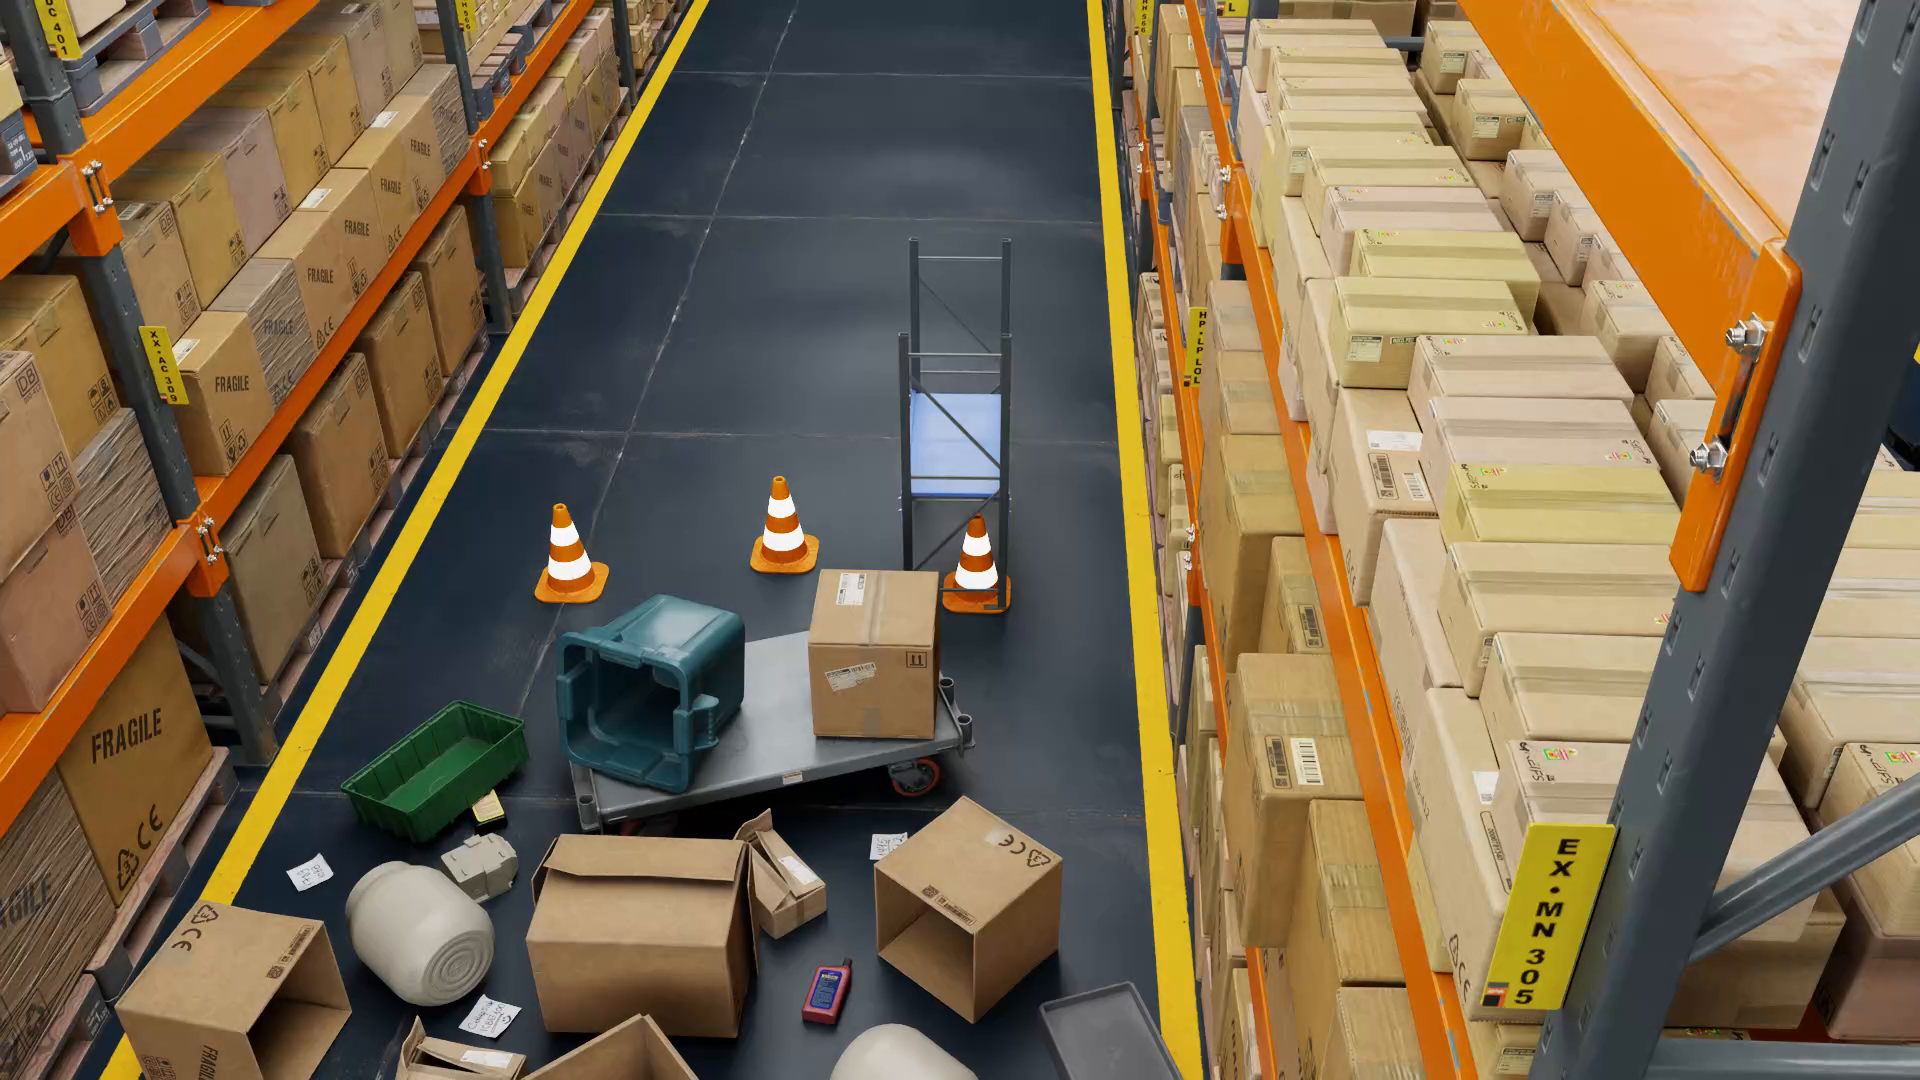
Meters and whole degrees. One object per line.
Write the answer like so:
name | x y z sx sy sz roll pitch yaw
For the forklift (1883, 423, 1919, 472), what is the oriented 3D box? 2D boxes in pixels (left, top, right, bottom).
forklift | 3.456 -0.563 6.948 1.130 2.935 3.031 -4 35 -6

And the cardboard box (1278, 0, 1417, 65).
cardboard box | 1.312 -1.894 5.938 0.500 0.250 0.500 1 35 1

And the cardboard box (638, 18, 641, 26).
cardboard box | -2.967 -4.486 14.325 0.380 0.149 0.250 1 35 2

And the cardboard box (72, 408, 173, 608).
cardboard box | -3.519 -0.123 6.131 0.875 0.550 0.550 1 35 2

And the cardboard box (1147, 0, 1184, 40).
cardboard box | 1.354 -3.268 9.781 0.500 0.500 0.500 0 35 1

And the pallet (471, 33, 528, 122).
pallet | -3.434 -2.905 10.387 1.213 0.211 1.003 1 35 2

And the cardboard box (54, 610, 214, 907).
cardboard box | -3.612 0.784 6.454 0.875 0.875 0.875 2 35 3

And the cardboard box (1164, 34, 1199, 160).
cardboard box | 1.331 -2.297 8.644 0.500 0.500 0.500 3 35 4

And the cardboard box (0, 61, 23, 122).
cardboard box | -3.212 -1.394 5.228 0.380 0.149 0.250 1 35 2

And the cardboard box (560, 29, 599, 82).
cardboard box | -3.007 -3.597 12.361 0.500 0.250 0.500 3 35 4

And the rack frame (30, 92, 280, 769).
rack frame | -3.517 -0.273 6.476 1.000 3.000 0.127 1 35 2

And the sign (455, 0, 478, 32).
sign | -2.801 -3.034 9.398 0.100 0.325 0.005 1 35 2

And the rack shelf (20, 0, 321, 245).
rack shelf | -3.436 -2.355 7.455 1.077 0.370 4.000 1 35 2

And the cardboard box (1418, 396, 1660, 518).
cardboard box | 1.111 -0.150 3.217 0.380 0.149 0.250 1 35 2

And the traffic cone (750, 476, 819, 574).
traffic cone | -0.903 -0.114 8.455 0.336 0.463 0.334 1 35 2

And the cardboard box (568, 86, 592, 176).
cardboard box | -3.019 -2.998 12.162 0.500 0.500 0.500 1 35 1

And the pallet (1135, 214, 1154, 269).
pallet | 1.701 -1.826 11.110 1.003 0.211 1.213 1 35 2

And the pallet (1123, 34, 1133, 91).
pallet | 1.864 -4.108 14.357 1.003 0.211 1.213 1 35 2

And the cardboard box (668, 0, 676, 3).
cardboard box | -2.829 -5.119 15.485 0.380 0.149 0.250 2 35 3

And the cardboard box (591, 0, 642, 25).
cardboard box | -2.904 -4.469 14.042 0.380 0.149 0.250 3 35 4

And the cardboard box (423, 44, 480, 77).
cardboard box | -3.136 -2.893 10.057 0.380 0.149 0.250 1 35 1

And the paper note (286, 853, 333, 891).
paper note | -2.639 1.348 6.750 0.147 0.020 0.142 -24 42 -30

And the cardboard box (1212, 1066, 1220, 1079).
cardboard box | 1.081 1.965 5.317 0.500 0.250 0.500 0 35 0

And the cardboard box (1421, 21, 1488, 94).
cardboard box | 1.639 -1.481 5.110 0.380 0.149 0.250 2 35 3

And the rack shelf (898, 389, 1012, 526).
rack shelf | -0.012 -0.426 8.298 0.538 0.185 1.000 1 34 1

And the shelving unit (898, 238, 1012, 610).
shelving unit | -0.011 -0.574 8.196 0.538 1.500 1.048 1 34 1

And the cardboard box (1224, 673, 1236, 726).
cardboard box | 1.107 0.444 5.110 0.500 0.500 0.500 1 35 1

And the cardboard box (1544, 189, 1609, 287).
cardboard box | 1.654 -0.734 4.047 0.380 0.149 0.250 2 35 2

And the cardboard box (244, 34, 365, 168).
cardboard box | -3.421 -2.178 8.230 0.700 0.500 0.500 1 35 1

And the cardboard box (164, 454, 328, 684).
cardboard box | -3.582 0.116 7.513 1.050 0.750 0.750 1 35 2

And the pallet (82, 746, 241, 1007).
pallet | -3.625 1.303 6.659 1.003 0.211 1.213 1 35 2

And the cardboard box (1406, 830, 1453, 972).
cardboard box | 0.985 0.601 2.841 0.380 0.149 0.250 2 35 2

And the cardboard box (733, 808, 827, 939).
cardboard box | -0.744 1.320 6.587 0.258 0.266 0.396 -24 42 -30

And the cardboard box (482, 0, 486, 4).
cardboard box | -3.121 -3.440 10.318 0.380 0.149 0.250 1 35 2

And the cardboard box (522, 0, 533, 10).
cardboard box | -3.085 -3.655 11.141 0.380 0.149 0.250 2 35 3

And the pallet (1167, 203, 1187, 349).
pallet | 1.556 -1.299 8.102 1.003 0.211 1.213 1 35 2

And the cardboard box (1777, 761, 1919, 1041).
cardboard box | 1.559 0.511 2.623 0.500 0.250 0.500 1 35 1

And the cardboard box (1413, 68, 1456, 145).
cardboard box | 1.685 -1.244 5.120 0.500 0.250 0.500 1 35 1

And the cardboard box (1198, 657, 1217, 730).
cardboard box | 1.075 0.567 6.090 0.380 0.149 0.250 2 35 3

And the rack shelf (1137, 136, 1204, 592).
rack shelf | 1.514 -1.072 8.238 1.077 0.370 4.000 1 35 2

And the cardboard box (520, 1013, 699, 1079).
cardboard box | -1.186 2.035 5.363 0.797 0.503 0.637 -24 42 -30

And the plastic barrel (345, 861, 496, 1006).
plastic barrel | -2.029 1.468 6.239 0.512 0.421 0.421 28 44 33

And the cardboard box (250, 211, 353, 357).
cardboard box | -3.184 -1.188 7.690 0.500 0.500 0.500 1 35 2

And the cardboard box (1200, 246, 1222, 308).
cardboard box | 1.223 -0.822 6.546 0.500 0.500 0.500 1 35 1

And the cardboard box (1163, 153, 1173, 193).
cardboard box | 1.262 -1.927 8.681 0.380 0.149 0.250 2 35 2

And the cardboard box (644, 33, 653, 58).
cardboard box | -2.849 -4.230 14.220 0.380 0.149 0.250 2 35 3

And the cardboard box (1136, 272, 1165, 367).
cardboard box | 1.561 -1.288 9.839 0.950 0.372 0.625 -1 35 -1

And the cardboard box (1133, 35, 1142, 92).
cardboard box | 1.360 -3.044 10.549 0.500 0.250 0.500 2 35 3

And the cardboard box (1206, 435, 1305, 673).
cardboard box | 1.110 0.040 4.815 0.700 0.500 0.500 1 35 1

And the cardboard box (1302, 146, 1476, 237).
cardboard box | 1.097 -0.899 4.282 0.380 0.149 0.250 0 35 0

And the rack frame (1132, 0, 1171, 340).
rack frame | 1.594 -2.515 9.666 1.000 3.000 0.127 1 35 2

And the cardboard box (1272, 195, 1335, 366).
cardboard box | 1.098 -0.674 4.309 0.500 0.250 0.500 2 35 2

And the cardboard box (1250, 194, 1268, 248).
cardboard box | 1.107 -1.019 5.147 0.380 0.149 0.250 1 35 2

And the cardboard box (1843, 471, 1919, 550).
cardboard box | 1.641 0.001 3.002 0.380 0.149 0.250 1 35 2

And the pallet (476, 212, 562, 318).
pallet | -3.323 -1.880 11.187 1.003 0.211 1.213 1 35 2
